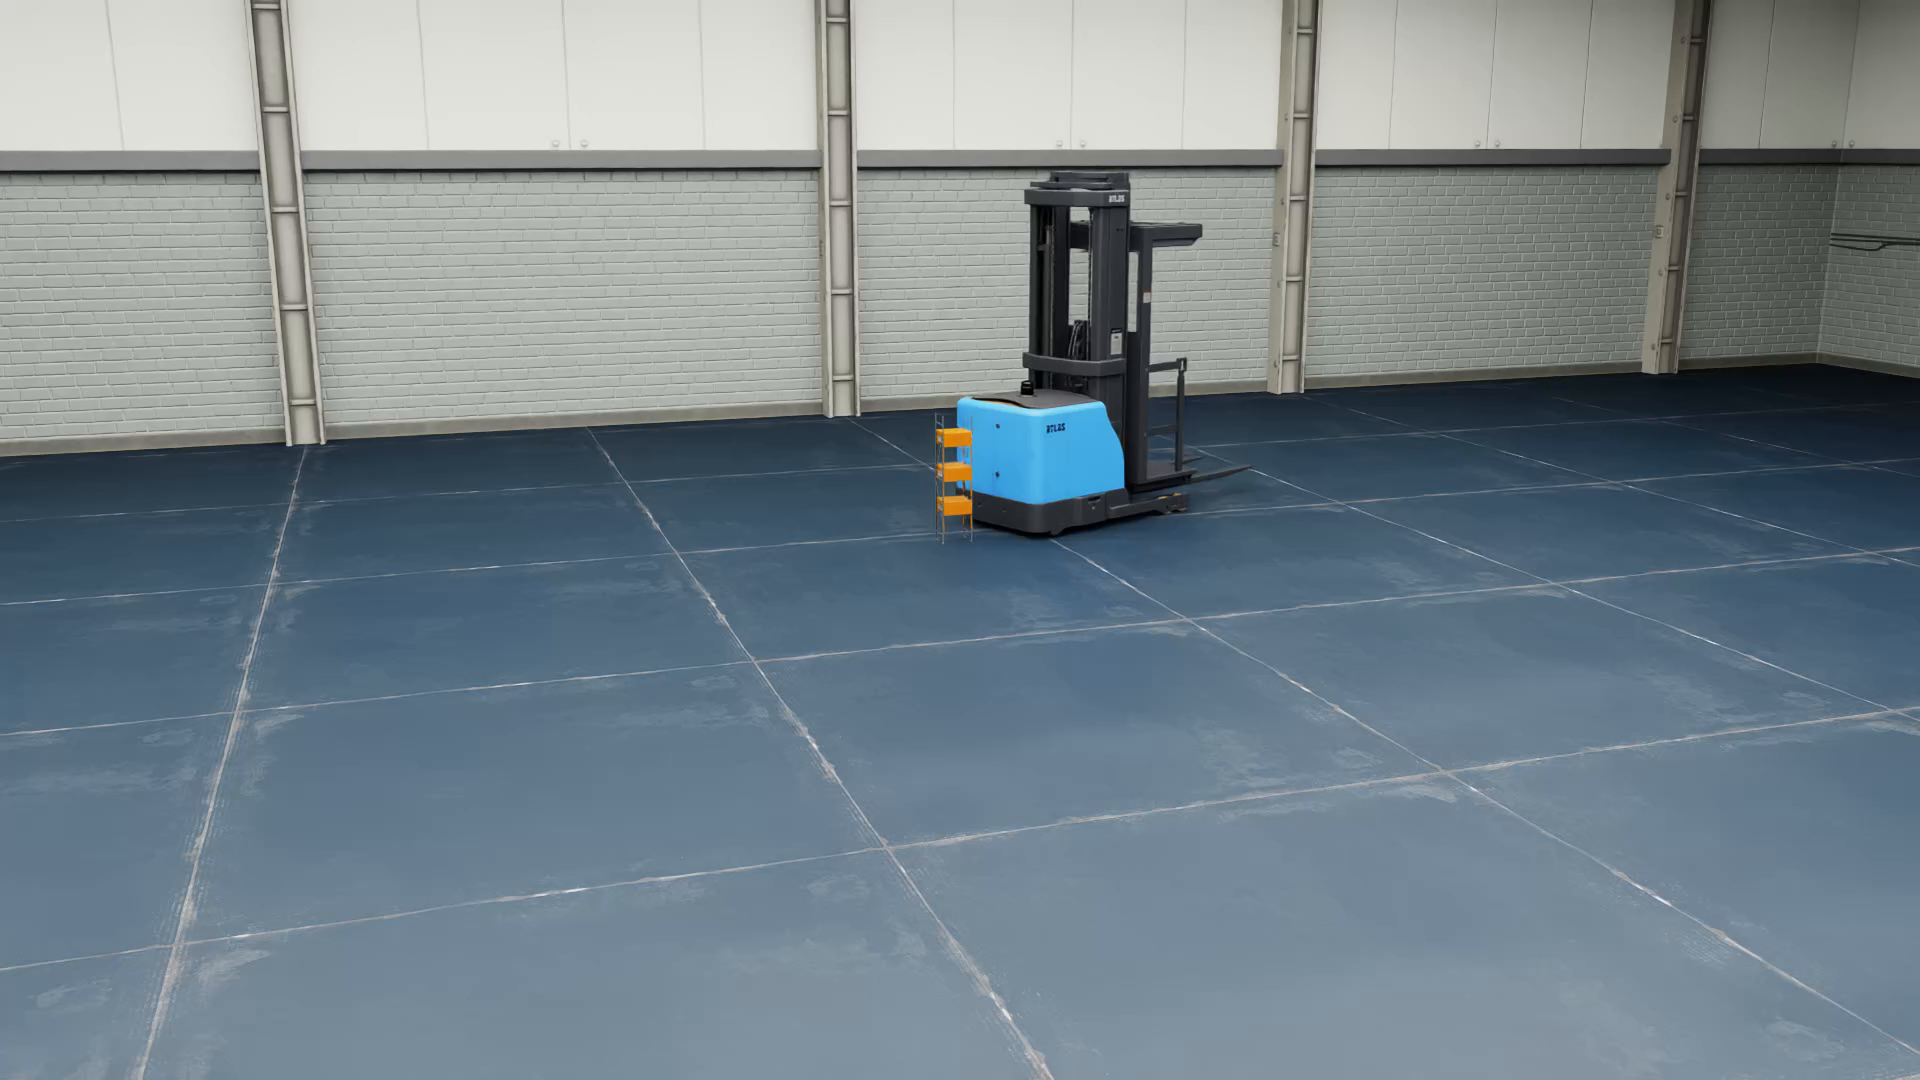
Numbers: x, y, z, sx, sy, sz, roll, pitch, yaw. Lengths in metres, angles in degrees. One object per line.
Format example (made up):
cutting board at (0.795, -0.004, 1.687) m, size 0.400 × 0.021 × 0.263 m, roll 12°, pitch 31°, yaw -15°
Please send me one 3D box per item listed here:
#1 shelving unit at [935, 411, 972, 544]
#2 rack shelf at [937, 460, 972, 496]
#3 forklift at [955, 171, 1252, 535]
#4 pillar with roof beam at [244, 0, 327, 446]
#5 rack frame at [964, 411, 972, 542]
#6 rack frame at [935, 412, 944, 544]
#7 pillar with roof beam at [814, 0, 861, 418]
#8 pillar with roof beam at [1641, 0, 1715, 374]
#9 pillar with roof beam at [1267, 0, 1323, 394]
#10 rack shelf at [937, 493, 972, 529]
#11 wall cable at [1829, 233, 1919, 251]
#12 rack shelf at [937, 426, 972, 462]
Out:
shelving unit at (-0.051, -0.507, 13.505) m, size 0.252 × 1.050 × 0.215 m, roll -4°, pitch 14°, yaw -18°
rack shelf at (-0.051, -0.497, 13.507) m, size 0.240 × 0.259 × 0.215 m, roll -4°, pitch 14°, yaw -18°
forklift at (1.395, -1.726, 14.567) m, size 3.031 × 2.935 × 1.130 m, roll -12°, pitch 18°, yaw -40°
pillar with roof beam at (-5.736, -4.493, 13.084) m, size 0.400 × 9.000 × 9.100 m, roll -4°, pitch 14°, yaw -18°
rack frame at (0.065, -0.516, 13.543) m, size 0.008 × 1.050 × 0.200 m, roll -4°, pitch 14°, yaw -18°
rack frame at (-0.166, -0.498, 13.467) m, size 0.008 × 1.050 × 0.200 m, roll -4°, pitch 14°, yaw -18°
pillar with roof beam at (-0.049, -4.936, 14.946) m, size 0.400 × 9.000 × 9.100 m, roll -4°, pitch 14°, yaw -18°
pillar with roof beam at (11.324, -5.821, 18.669) m, size 0.400 × 9.000 × 9.100 m, roll -4°, pitch 14°, yaw -18°
pillar with roof beam at (5.637, -5.378, 16.808) m, size 0.400 × 9.000 × 9.100 m, roll -4°, pitch 14°, yaw -18°
rack shelf at (-0.051, -0.226, 13.571) m, size 0.240 × 0.259 × 0.215 m, roll -4°, pitch 14°, yaw -18°
wall cable at (13.165, -5.182, 22.693) m, size 0.112 × 2.526 × 3.097 m, roll -4°, pitch 14°, yaw -18°
rack shelf at (-0.051, -0.773, 13.441) m, size 0.240 × 0.259 × 0.215 m, roll -4°, pitch 14°, yaw -18°
